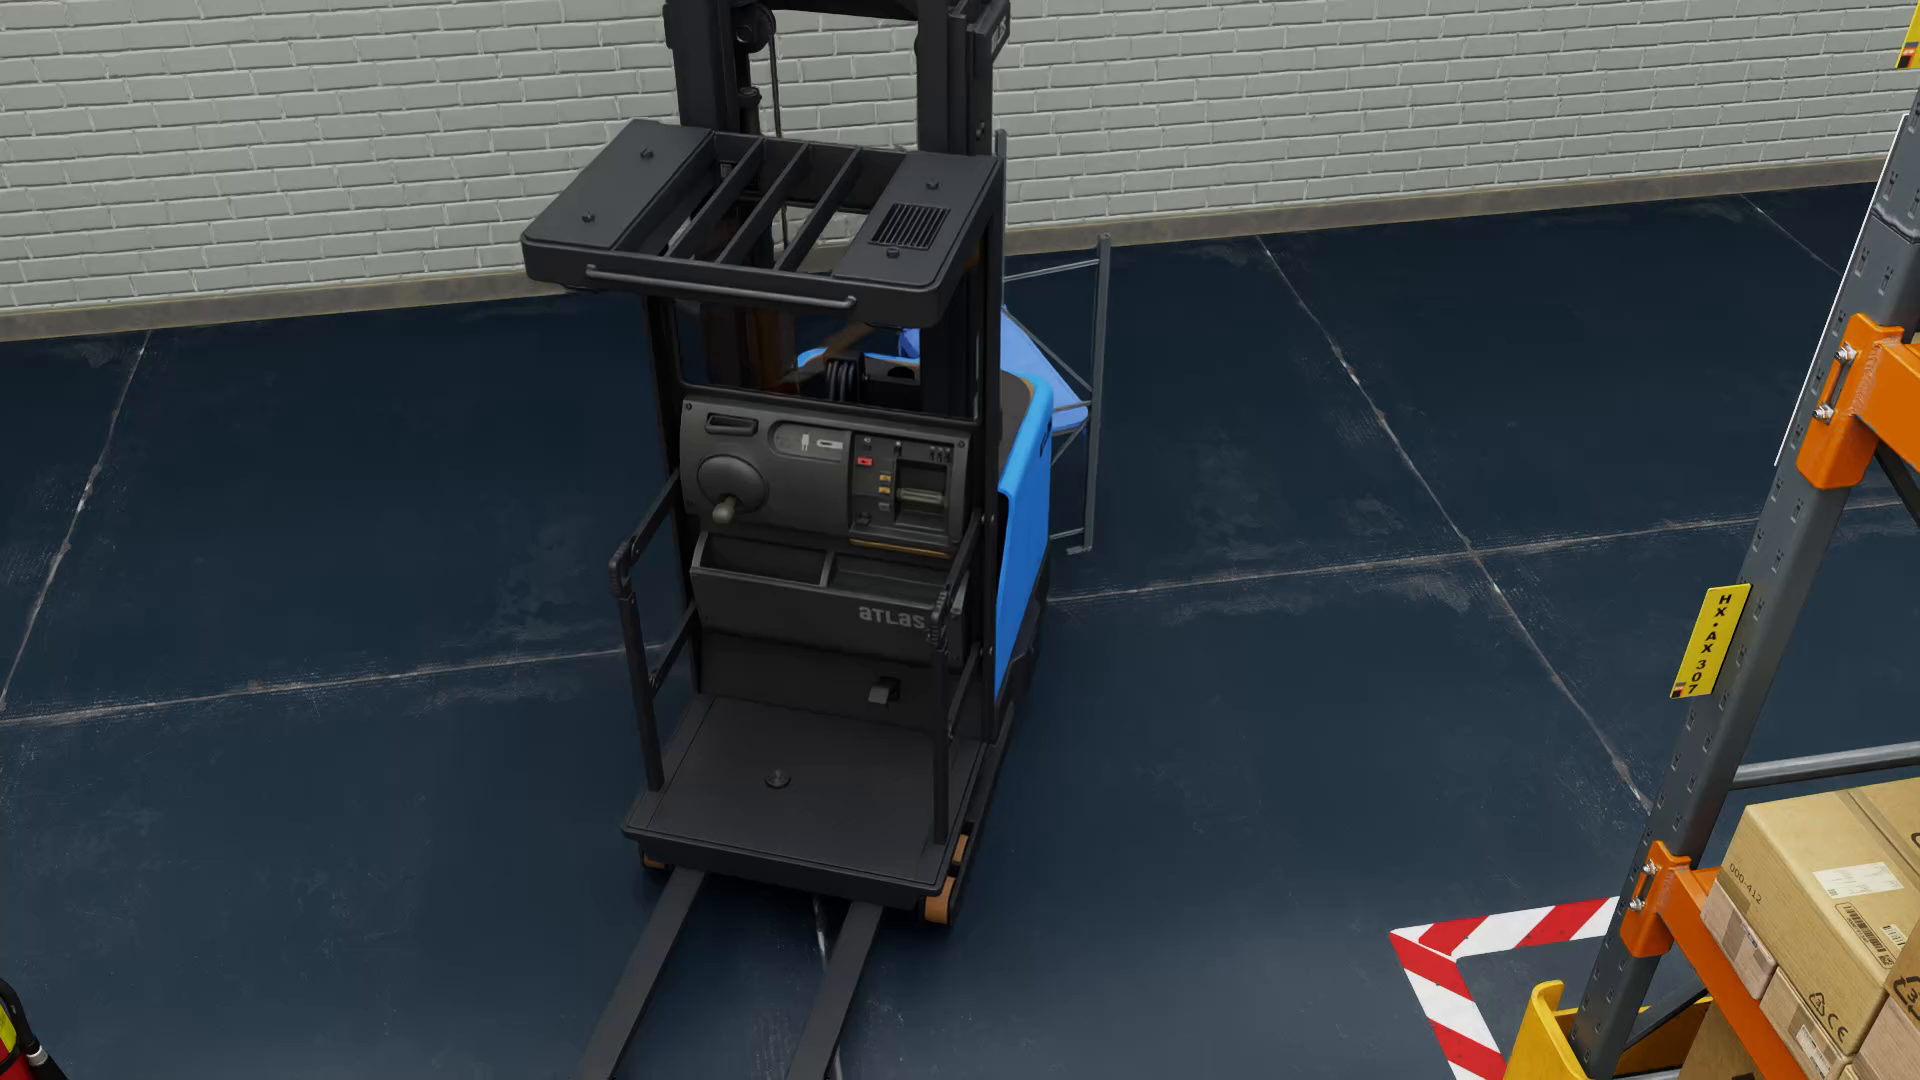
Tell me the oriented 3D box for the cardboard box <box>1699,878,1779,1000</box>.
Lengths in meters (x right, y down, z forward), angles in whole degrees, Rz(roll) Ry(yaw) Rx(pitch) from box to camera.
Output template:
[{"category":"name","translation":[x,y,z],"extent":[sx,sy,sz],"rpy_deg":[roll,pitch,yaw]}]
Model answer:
[{"category":"cardboard box","translation":[1.970,0.897,3.855],"extent":[0.380,0.149,0.250],"rpy_deg":[-6,38,-7]}]

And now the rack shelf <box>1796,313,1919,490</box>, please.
[{"category":"rack shelf","translation":[2.583,0.855,1.846],"extent":[1.077,0.370,4.000],"rpy_deg":[-6,38,-8]}]

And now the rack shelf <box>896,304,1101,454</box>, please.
[{"category":"rack shelf","translation":[0.147,-0.655,7.164],"extent":[0.538,0.185,1.000],"rpy_deg":[-14,40,-17]}]

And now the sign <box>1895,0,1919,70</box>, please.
[{"category":"sign","translation":[1.685,-0.957,2.815],"extent":[0.100,0.325,0.005],"rpy_deg":[-6,38,-8]}]

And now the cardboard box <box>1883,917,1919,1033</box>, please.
[{"category":"cardboard box","translation":[2.138,0.814,3.025],"extent":[0.500,0.500,0.500],"rpy_deg":[-7,38,-9]}]

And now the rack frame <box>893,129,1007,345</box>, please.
[{"category":"rack frame","translation":[-0.039,-1.088,7.427],"extent":[0.500,1.500,0.032],"rpy_deg":[-14,40,-17]}]

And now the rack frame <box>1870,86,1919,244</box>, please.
[{"category":"rack frame","translation":[2.232,-1.821,2.260],"extent":[1.000,3.000,0.127],"rpy_deg":[-6,38,-8]}]

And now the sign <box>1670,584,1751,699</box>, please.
[{"category":"sign","translation":[1.685,0.231,3.738],"extent":[0.100,0.325,0.005],"rpy_deg":[-6,38,-8]}]

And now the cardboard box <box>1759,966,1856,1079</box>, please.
[{"category":"cardboard box","translation":[2.016,1.052,3.656],"extent":[0.380,0.149,0.250],"rpy_deg":[-7,38,-9]}]

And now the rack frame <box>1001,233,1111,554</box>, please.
[{"category":"rack frame","translation":[0.334,-0.507,6.681],"extent":[0.500,1.500,0.032],"rpy_deg":[-14,40,-17]}]

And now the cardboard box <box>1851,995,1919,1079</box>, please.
[{"category":"cardboard box","translation":[2.148,1.122,3.241],"extent":[0.500,0.250,0.500],"rpy_deg":[-7,38,-9]}]

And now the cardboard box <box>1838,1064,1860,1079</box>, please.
[{"category":"cardboard box","translation":[2.061,1.206,3.457],"extent":[0.380,0.149,0.250],"rpy_deg":[-7,38,-9]}]

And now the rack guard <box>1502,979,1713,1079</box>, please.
[{"category":"rack guard","translation":[2.228,1.520,4.886],"extent":[1.175,0.500,0.348],"rpy_deg":[-6,38,-8]}]

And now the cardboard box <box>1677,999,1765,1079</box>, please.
[{"category":"cardboard box","translation":[2.423,1.599,4.137],"extent":[0.875,0.875,0.875],"rpy_deg":[-6,38,-8]}]

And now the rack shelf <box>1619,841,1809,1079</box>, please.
[{"category":"rack shelf","translation":[2.583,2.040,2.766],"extent":[1.077,0.370,4.000],"rpy_deg":[-6,38,-8]}]

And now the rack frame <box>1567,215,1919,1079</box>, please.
[{"category":"rack frame","translation":[2.232,0.548,4.100],"extent":[1.000,3.000,0.127],"rpy_deg":[-6,38,-8]}]

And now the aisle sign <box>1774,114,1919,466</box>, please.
[{"category":"aisle sign","translation":[1.924,-0.490,3.317],"extent":[0.394,0.787,0.004],"rpy_deg":[-6,38,-8]}]

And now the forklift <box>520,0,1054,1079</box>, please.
[{"category":"forklift","translation":[-0.478,-0.131,5.029],"extent":[1.130,2.935,3.031],"rpy_deg":[9,39,11]}]

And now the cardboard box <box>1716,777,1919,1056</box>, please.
[{"category":"cardboard box","translation":[2.050,0.808,3.644],"extent":[0.500,0.250,0.500],"rpy_deg":[-7,38,-9]}]

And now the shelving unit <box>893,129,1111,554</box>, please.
[{"category":"shelving unit","translation":[0.147,-0.798,7.054],"extent":[0.538,1.500,1.048],"rpy_deg":[-14,40,-17]}]
